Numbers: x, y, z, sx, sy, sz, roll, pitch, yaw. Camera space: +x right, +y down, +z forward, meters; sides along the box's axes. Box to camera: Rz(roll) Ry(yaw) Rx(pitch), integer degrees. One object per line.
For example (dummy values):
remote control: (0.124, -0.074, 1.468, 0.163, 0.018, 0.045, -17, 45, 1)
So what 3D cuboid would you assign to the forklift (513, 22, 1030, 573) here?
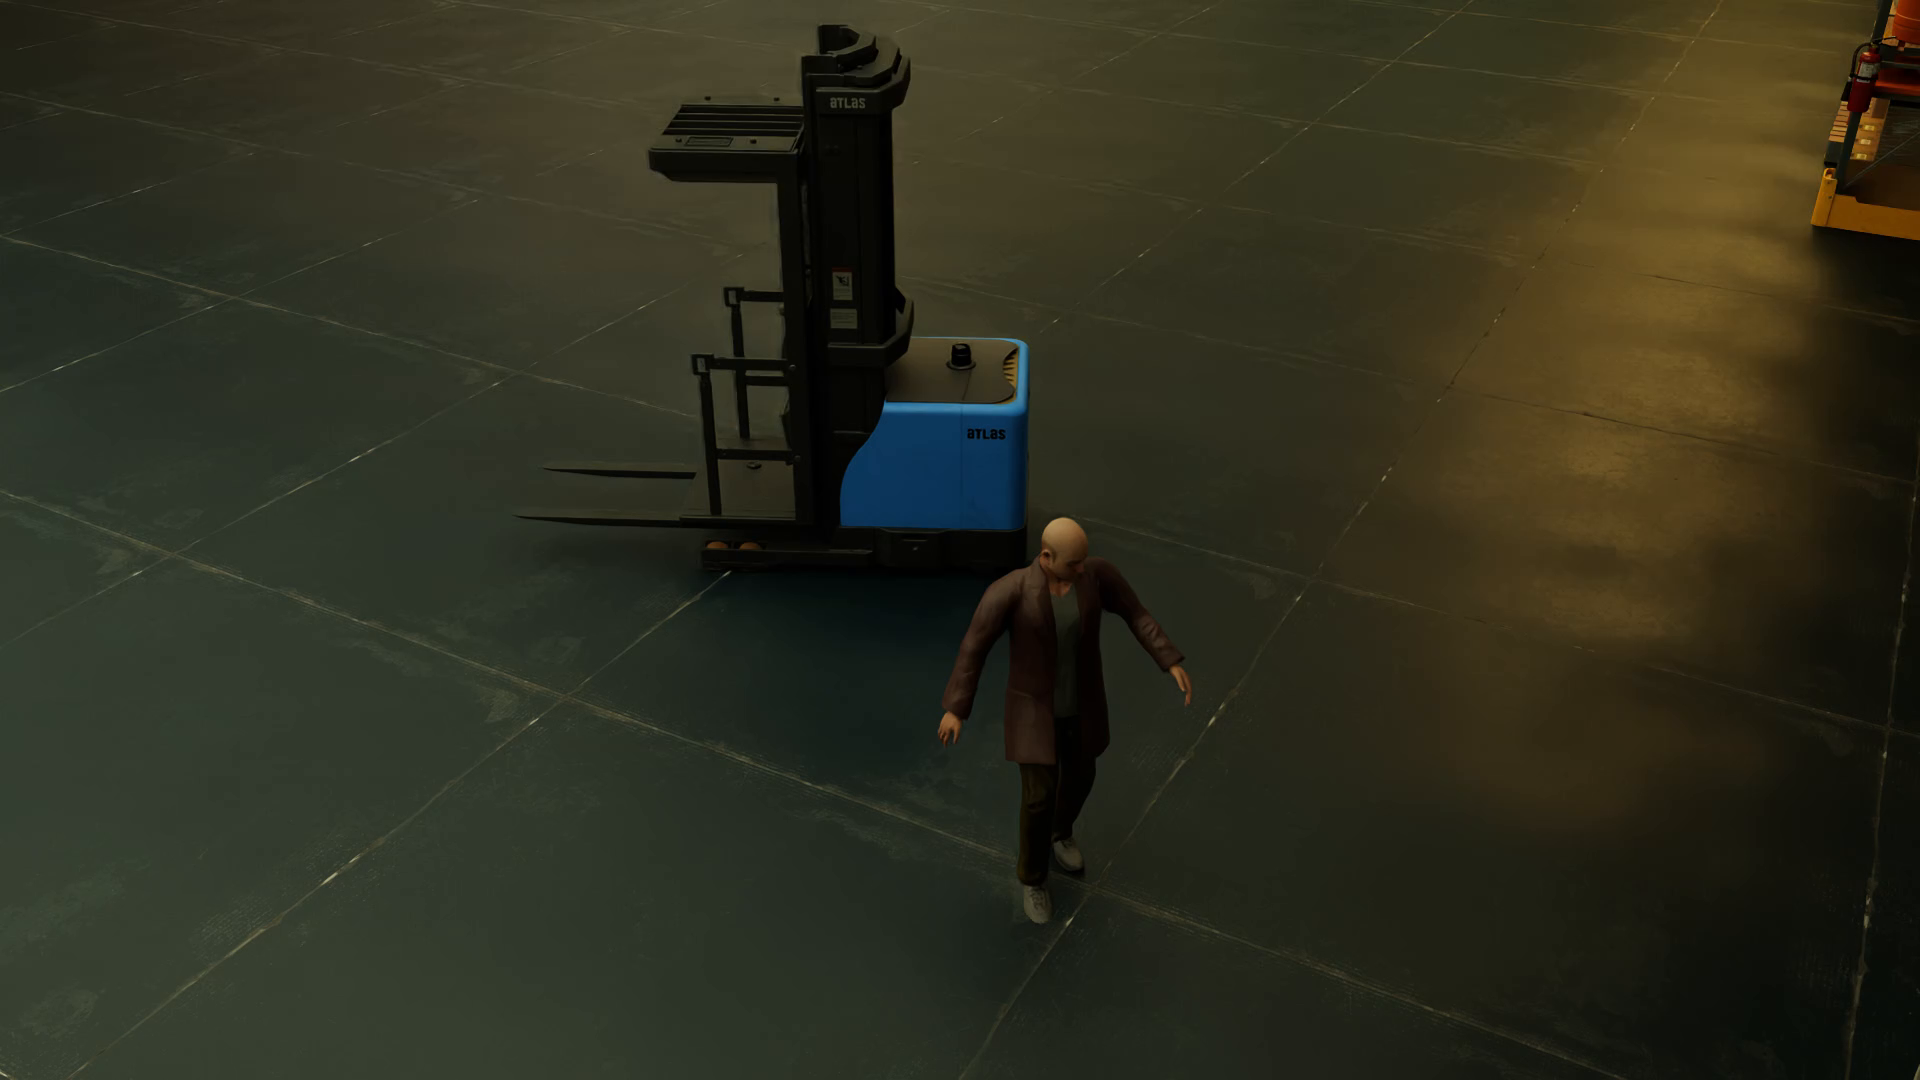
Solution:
forklift: (-1.107, -1.348, 9.406, 3.031, 2.935, 1.130, 2, 30, 3)

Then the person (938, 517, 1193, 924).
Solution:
person: (0.418, 0.750, 7.008, 1.025, 1.808, 0.640, -9, 31, -15)
